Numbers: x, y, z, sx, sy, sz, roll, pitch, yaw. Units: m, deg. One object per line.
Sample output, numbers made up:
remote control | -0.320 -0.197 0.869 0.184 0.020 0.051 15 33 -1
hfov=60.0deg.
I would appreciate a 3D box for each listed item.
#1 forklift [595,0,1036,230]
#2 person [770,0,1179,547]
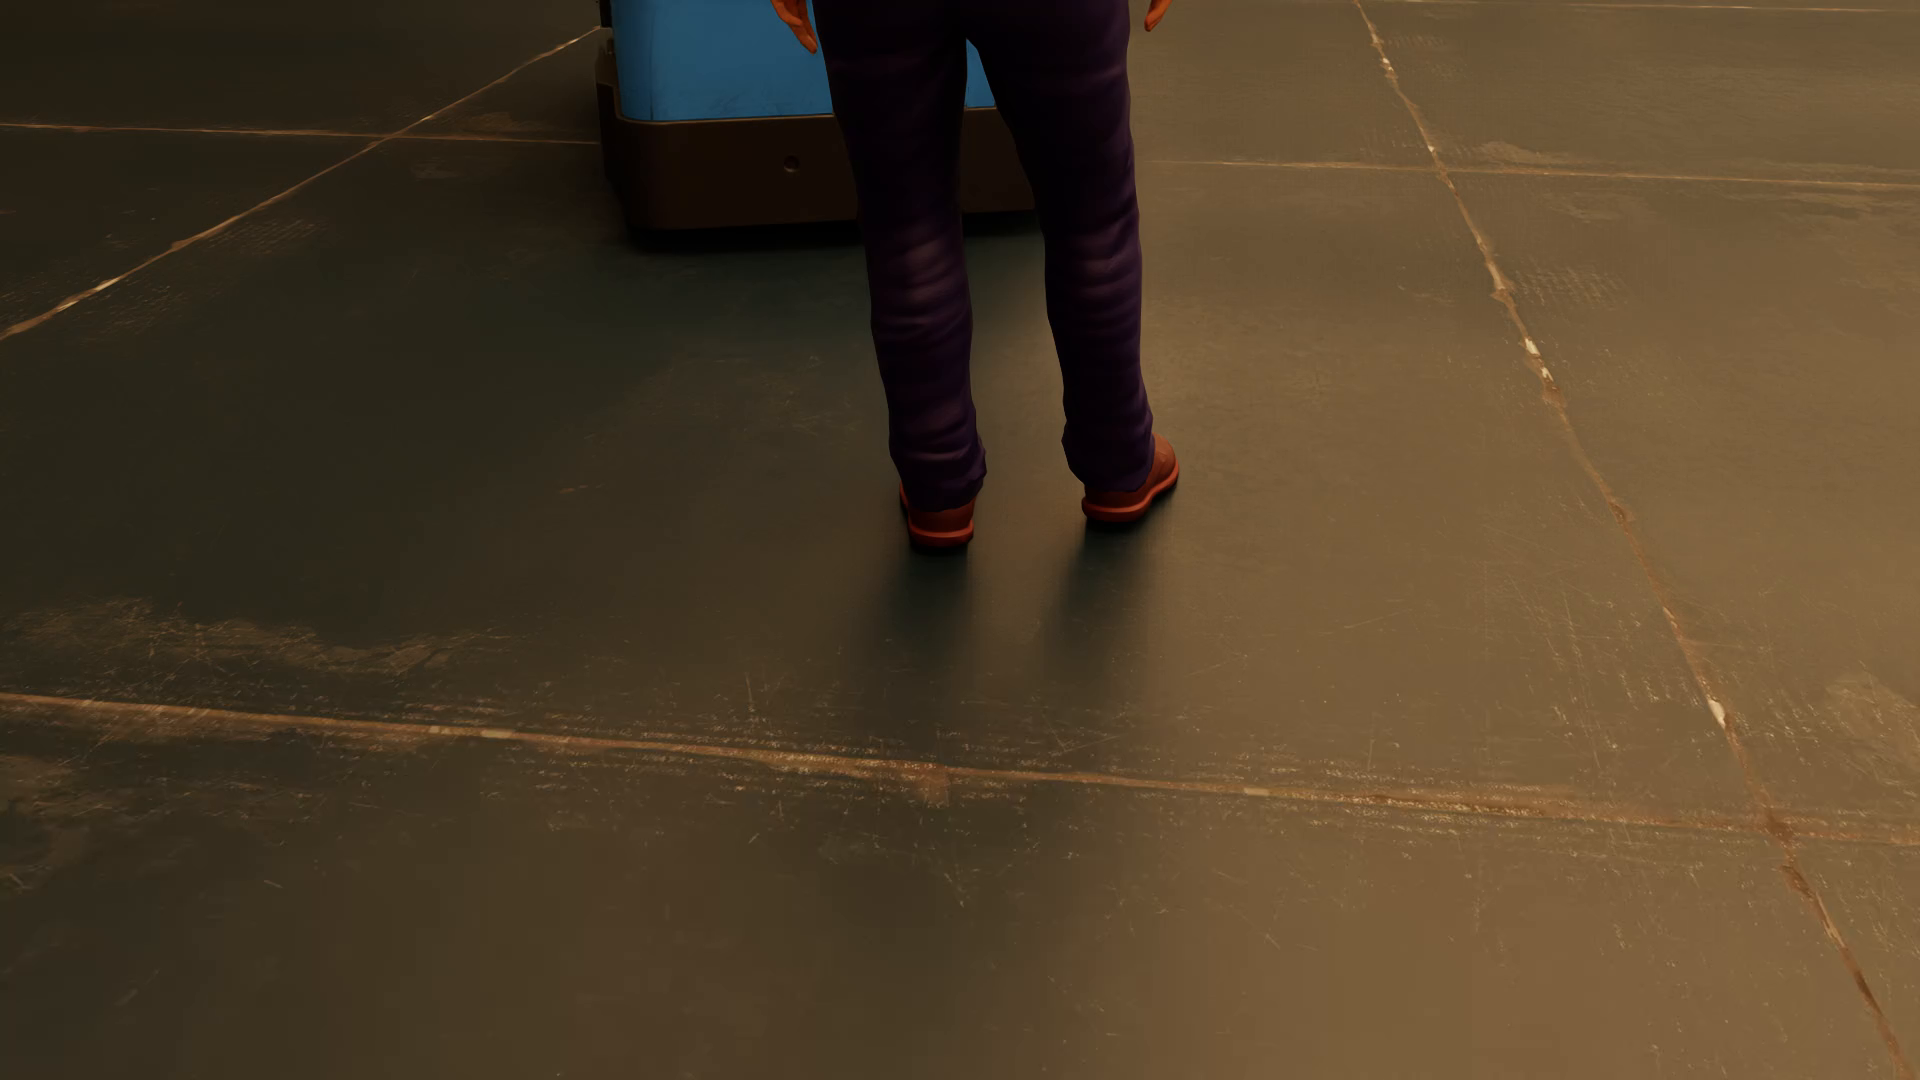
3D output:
forklift | -0.536 -2.642 4.512 1.130 2.935 3.031 -5 27 -10
person | 0.035 -0.783 2.205 0.598 1.651 0.503 3 27 7
